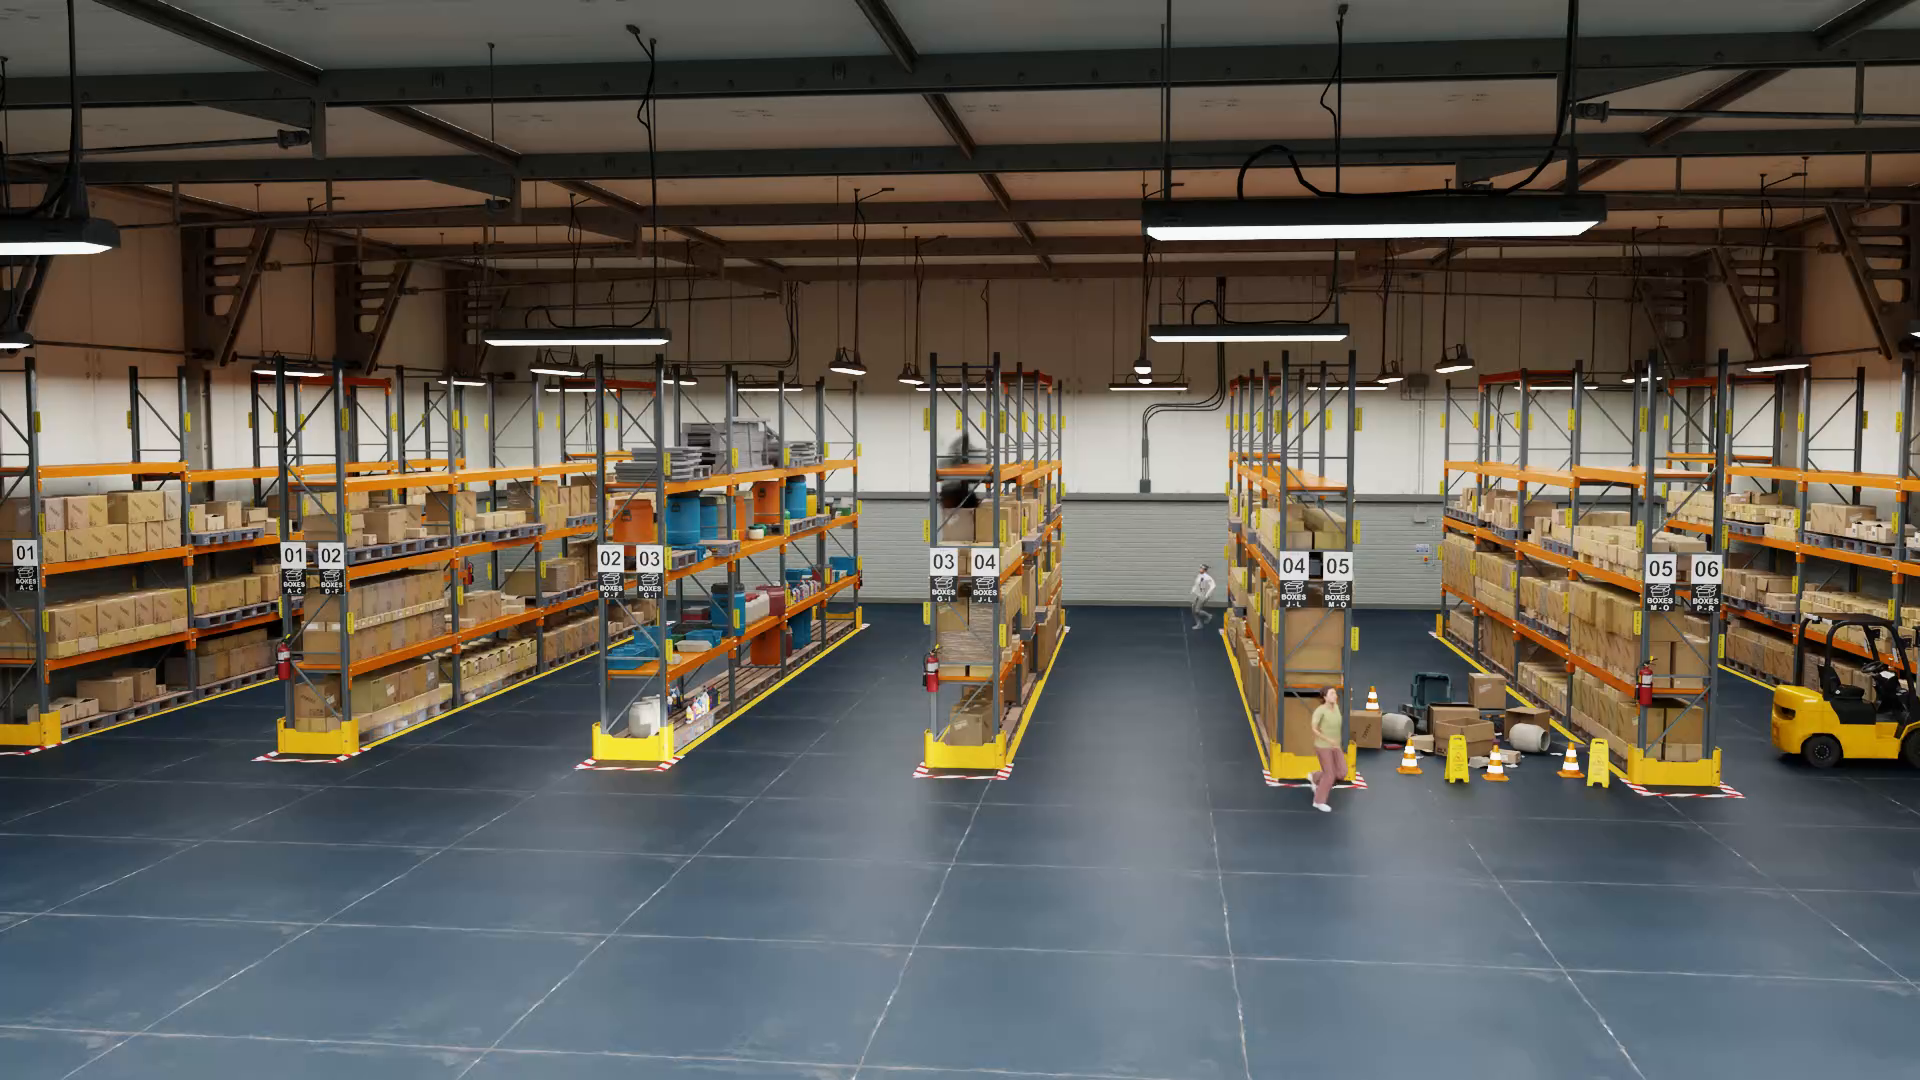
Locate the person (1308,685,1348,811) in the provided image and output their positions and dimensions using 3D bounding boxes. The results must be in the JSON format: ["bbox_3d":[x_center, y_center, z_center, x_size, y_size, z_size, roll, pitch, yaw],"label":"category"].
[{"bbox_3d":[4.747,2.680,21.511,0.604,1.635,0.611,-3,5,-37],"label":"person"}]

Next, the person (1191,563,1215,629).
[{"bbox_3d":[5.892,1.357,40.213,0.517,1.634,0.705,-2,4,-23],"label":"person"}]
